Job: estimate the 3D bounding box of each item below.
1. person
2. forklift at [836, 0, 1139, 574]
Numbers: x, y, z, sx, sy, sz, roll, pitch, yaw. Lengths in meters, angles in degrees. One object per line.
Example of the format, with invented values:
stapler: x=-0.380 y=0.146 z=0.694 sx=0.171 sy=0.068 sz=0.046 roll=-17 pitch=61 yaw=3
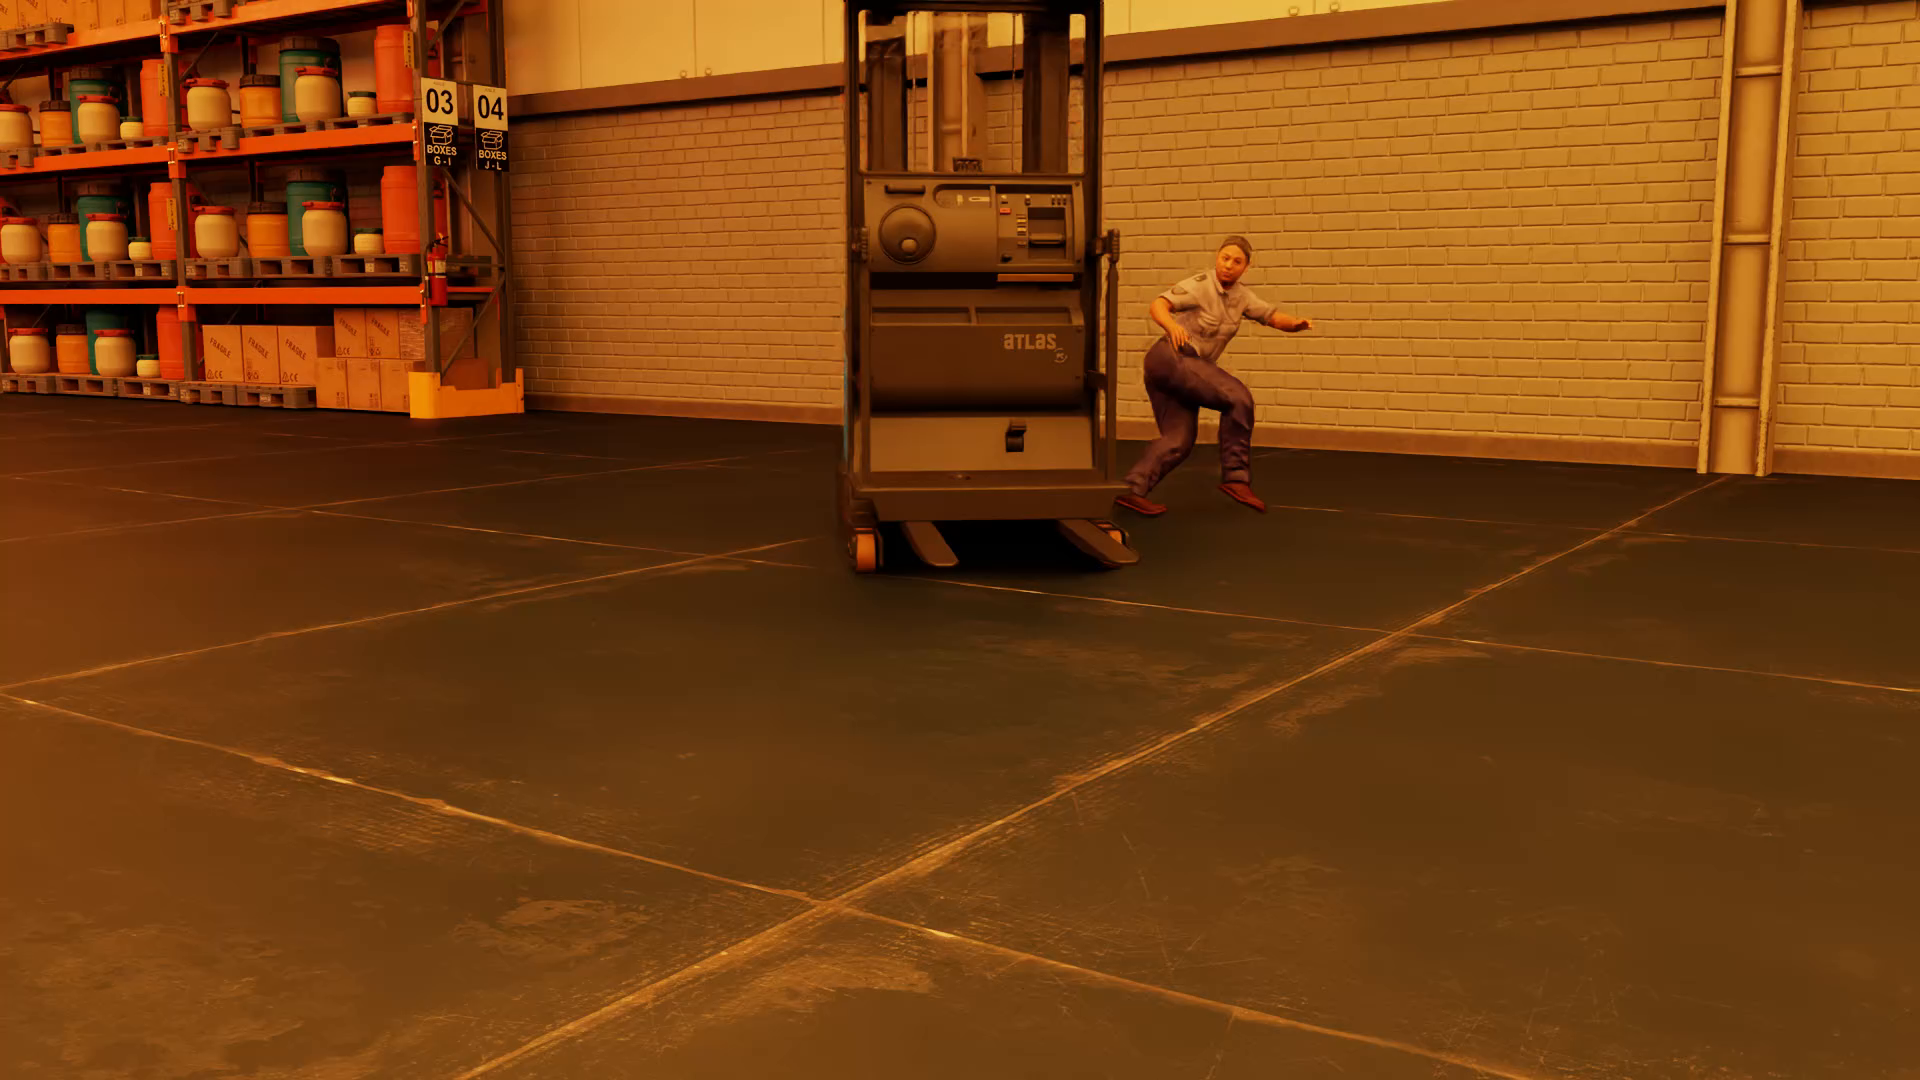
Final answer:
person: x=1.309 y=-0.845 z=8.490 sx=0.910 sy=1.406 sz=0.918 roll=4 pitch=9 yaw=27
forklift: x=0.086 y=-1.364 z=6.788 sx=1.130 sy=2.935 sz=3.031 roll=-1 pitch=8 yaw=-6
